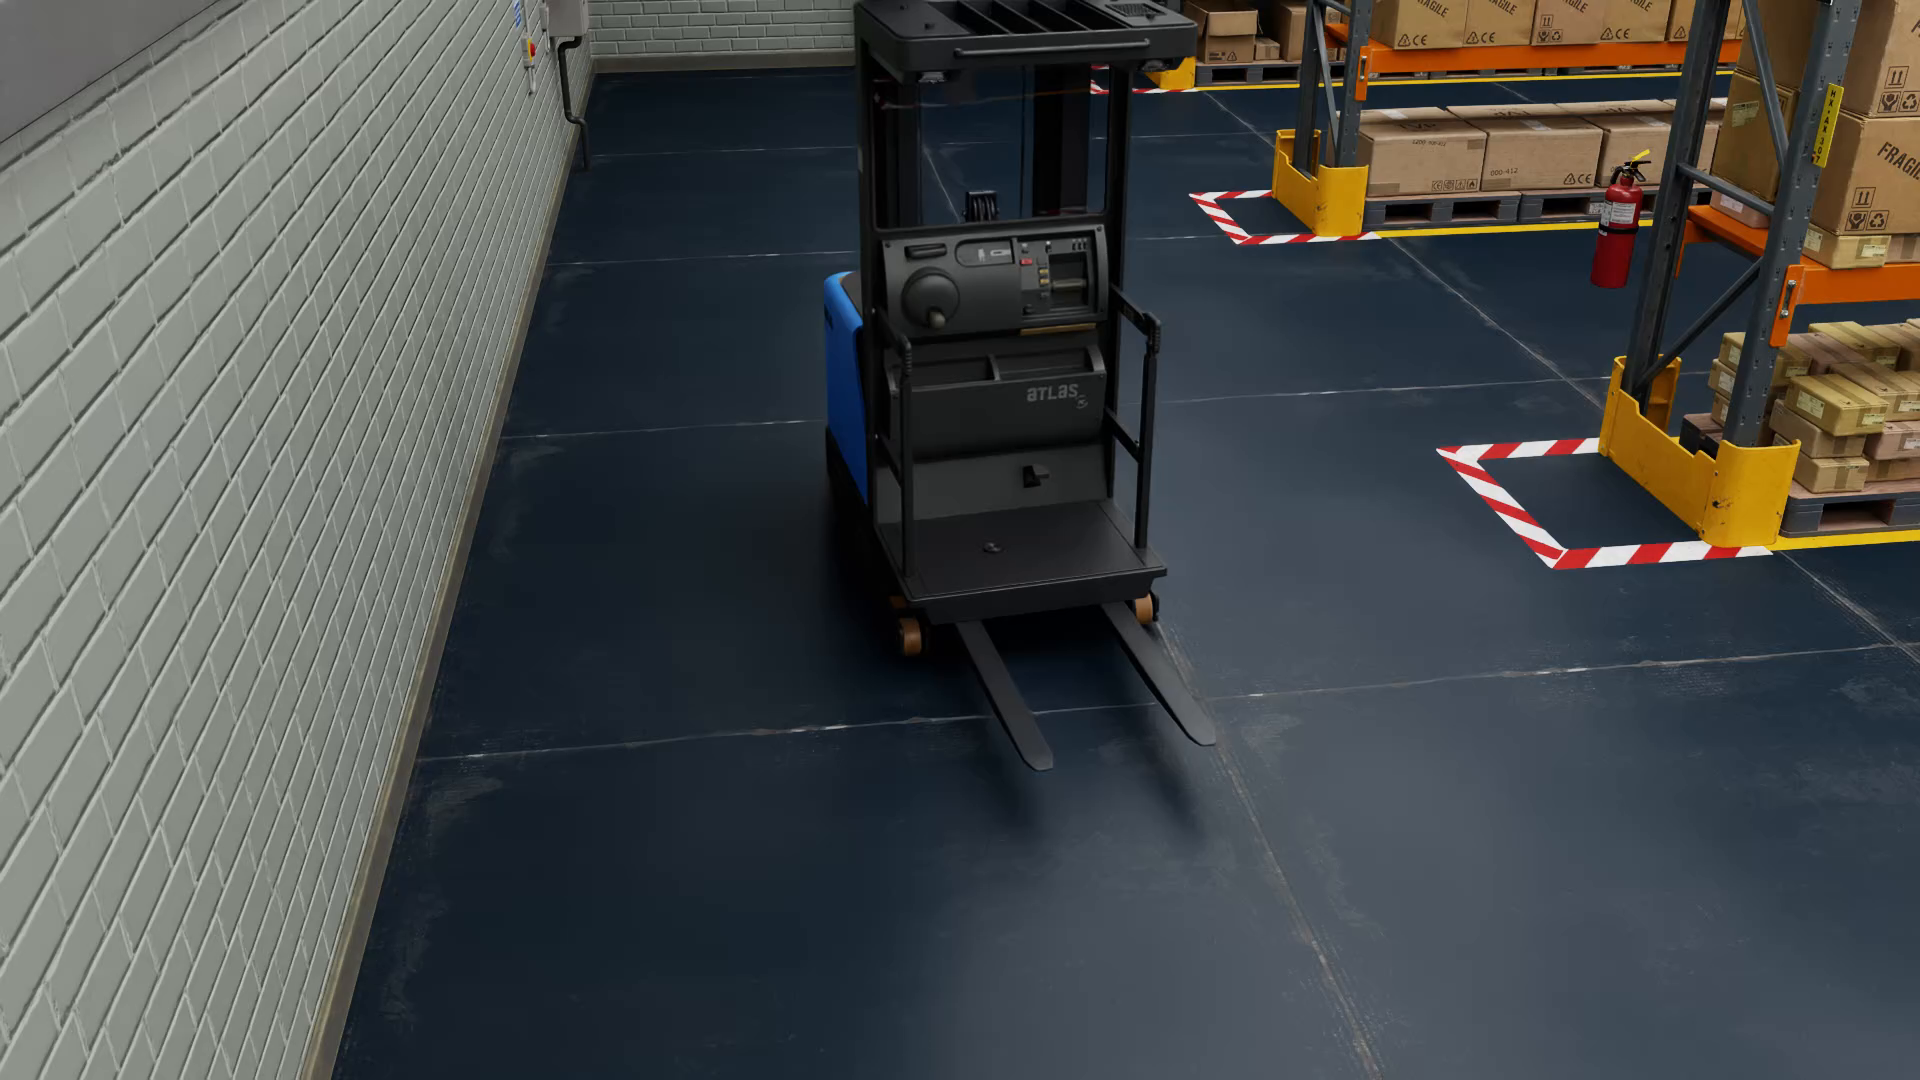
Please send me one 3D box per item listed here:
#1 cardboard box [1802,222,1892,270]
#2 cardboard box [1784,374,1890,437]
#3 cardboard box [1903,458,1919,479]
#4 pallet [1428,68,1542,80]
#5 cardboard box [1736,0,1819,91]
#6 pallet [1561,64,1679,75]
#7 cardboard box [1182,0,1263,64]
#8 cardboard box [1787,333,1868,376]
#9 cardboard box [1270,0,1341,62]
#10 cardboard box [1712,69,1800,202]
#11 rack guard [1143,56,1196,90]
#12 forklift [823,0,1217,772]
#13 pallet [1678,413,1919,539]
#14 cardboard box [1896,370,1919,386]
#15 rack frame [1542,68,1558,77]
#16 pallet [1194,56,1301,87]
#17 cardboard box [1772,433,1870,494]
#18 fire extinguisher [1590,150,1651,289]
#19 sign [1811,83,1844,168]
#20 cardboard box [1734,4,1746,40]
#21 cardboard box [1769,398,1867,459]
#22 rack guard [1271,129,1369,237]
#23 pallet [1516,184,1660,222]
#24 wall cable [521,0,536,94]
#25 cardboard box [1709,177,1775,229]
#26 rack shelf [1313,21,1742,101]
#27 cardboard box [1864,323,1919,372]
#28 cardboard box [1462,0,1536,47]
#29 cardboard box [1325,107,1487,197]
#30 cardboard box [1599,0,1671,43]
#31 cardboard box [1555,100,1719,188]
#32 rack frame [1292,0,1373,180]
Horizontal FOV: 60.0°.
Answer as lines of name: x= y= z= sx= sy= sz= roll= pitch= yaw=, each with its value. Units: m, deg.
cardboard box: x=3.853 y=-1.324 z=7.320 sx=0.250 sy=0.149 sz=0.380 roll=-4 pitch=27 yaw=-8
cardboard box: x=4.053 y=-0.626 z=7.696 sx=0.250 sy=0.149 sz=0.380 roll=-5 pitch=28 yaw=-9
cardboard box: x=4.543 y=-0.443 z=7.991 sx=0.250 sy=0.149 sz=0.380 roll=-3 pitch=27 yaw=-7
pallet: x=5.283 y=-5.009 z=17.281 sx=1.213 sy=0.211 sz=1.003 roll=-4 pitch=27 yaw=-7
cardboard box: x=3.905 y=-2.327 z=7.468 sx=0.500 sy=0.500 sz=0.500 roll=-4 pitch=27 yaw=-8
pallet: x=6.763 y=-5.121 z=17.499 sx=1.213 sy=0.211 sz=1.003 roll=-4 pitch=27 yaw=-7
cardboard box: x=2.621 y=-5.111 z=16.699 sx=0.637 sy=0.503 sz=0.797 roll=-5 pitch=28 yaw=-9
cardboard box: x=4.233 y=-0.885 z=8.200 sx=0.250 sy=0.149 sz=0.380 roll=-3 pitch=27 yaw=-6
cardboard box: x=3.473 y=-5.146 z=16.771 sx=0.500 sy=0.500 sz=0.700 roll=-3 pitch=27 yaw=-5
cardboard box: x=3.896 y=-1.885 z=7.703 sx=0.500 sy=0.500 sz=0.500 roll=-3 pitch=27 yaw=-6
rack guard: x=2.077 y=-4.931 z=16.813 sx=0.348 sy=0.500 sz=1.175 roll=-4 pitch=27 yaw=-7
forklift: x=0.204 y=-1.019 z=6.526 sx=1.130 sy=2.935 sz=3.031 roll=-7 pitch=28 yaw=-13
pallet: x=4.372 y=-0.363 z=8.227 sx=1.213 sy=0.211 sz=1.003 roll=-4 pitch=27 yaw=-7
cardboard box: x=4.577 y=-0.656 z=7.755 sx=0.250 sy=0.149 sz=0.380 roll=-4 pitch=27 yaw=-7
rack frame: x=5.963 y=-6.293 z=16.728 sx=0.127 sy=3.000 sz=1.000 roll=-4 pitch=27 yaw=-7
pallet: x=2.866 y=-4.854 z=16.978 sx=1.213 sy=0.211 sz=1.003 roll=-4 pitch=27 yaw=-7
cardboard box: x=4.050 y=-0.370 z=7.849 sx=0.250 sy=0.149 sz=0.380 roll=-3 pitch=27 yaw=-6
fire extinguisher: x=3.173 y=-1.556 z=7.989 sx=0.183 sy=0.674 sz=0.296 roll=-4 pitch=27 yaw=-7
sign: x=3.563 y=-1.703 z=6.836 sx=0.005 sy=0.325 sz=0.100 roll=-4 pitch=27 yaw=-7
cardboard box: x=5.726 y=-3.913 z=11.982 sx=0.500 sy=0.500 sz=0.500 roll=-4 pitch=27 yaw=-8
cardboard box: x=4.041 y=-0.532 z=7.837 sx=0.250 sy=0.149 sz=0.380 roll=-3 pitch=27 yaw=-5
rack guard: x=2.673 y=-2.681 z=12.428 sx=0.348 sy=0.500 sz=1.175 roll=-4 pitch=27 yaw=-7
pallet: x=4.683 y=-2.716 z=12.813 sx=1.213 sy=0.211 sz=1.003 roll=-4 pitch=27 yaw=-7
wall cable: x=-2.883 y=-3.892 z=10.901 sx=0.123 sy=1.953 sz=0.585 roll=-4 pitch=27 yaw=-7
cardboard box: x=3.770 y=-1.600 z=7.858 sx=0.250 sy=0.149 sz=0.380 roll=-4 pitch=27 yaw=-7
rack shelf: x=4.678 y=-3.602 z=12.272 sx=4.000 sy=0.370 sz=1.077 roll=-4 pitch=27 yaw=-7
cardboard box: x=4.737 y=-0.947 z=8.320 sx=0.250 sy=0.149 sz=0.380 roll=-5 pitch=28 yaw=-9
cardboard box: x=3.709 y=-3.785 z=11.731 sx=0.500 sy=0.500 sz=0.500 roll=-4 pitch=27 yaw=-8
cardboard box: x=3.337 y=-2.929 z=12.519 sx=0.875 sy=0.438 sz=0.875 roll=-5 pitch=28 yaw=-9
cardboard box: x=4.709 y=-3.848 z=11.855 sx=0.500 sy=0.500 sz=0.500 roll=-3 pitch=27 yaw=-5
cardboard box: x=5.135 y=-3.047 z=12.750 sx=0.875 sy=0.438 sz=0.875 roll=-4 pitch=27 yaw=-9
rack frame: x=2.697 y=-3.795 z=11.860 sx=0.127 sy=3.000 sz=1.000 roll=-4 pitch=27 yaw=-7
